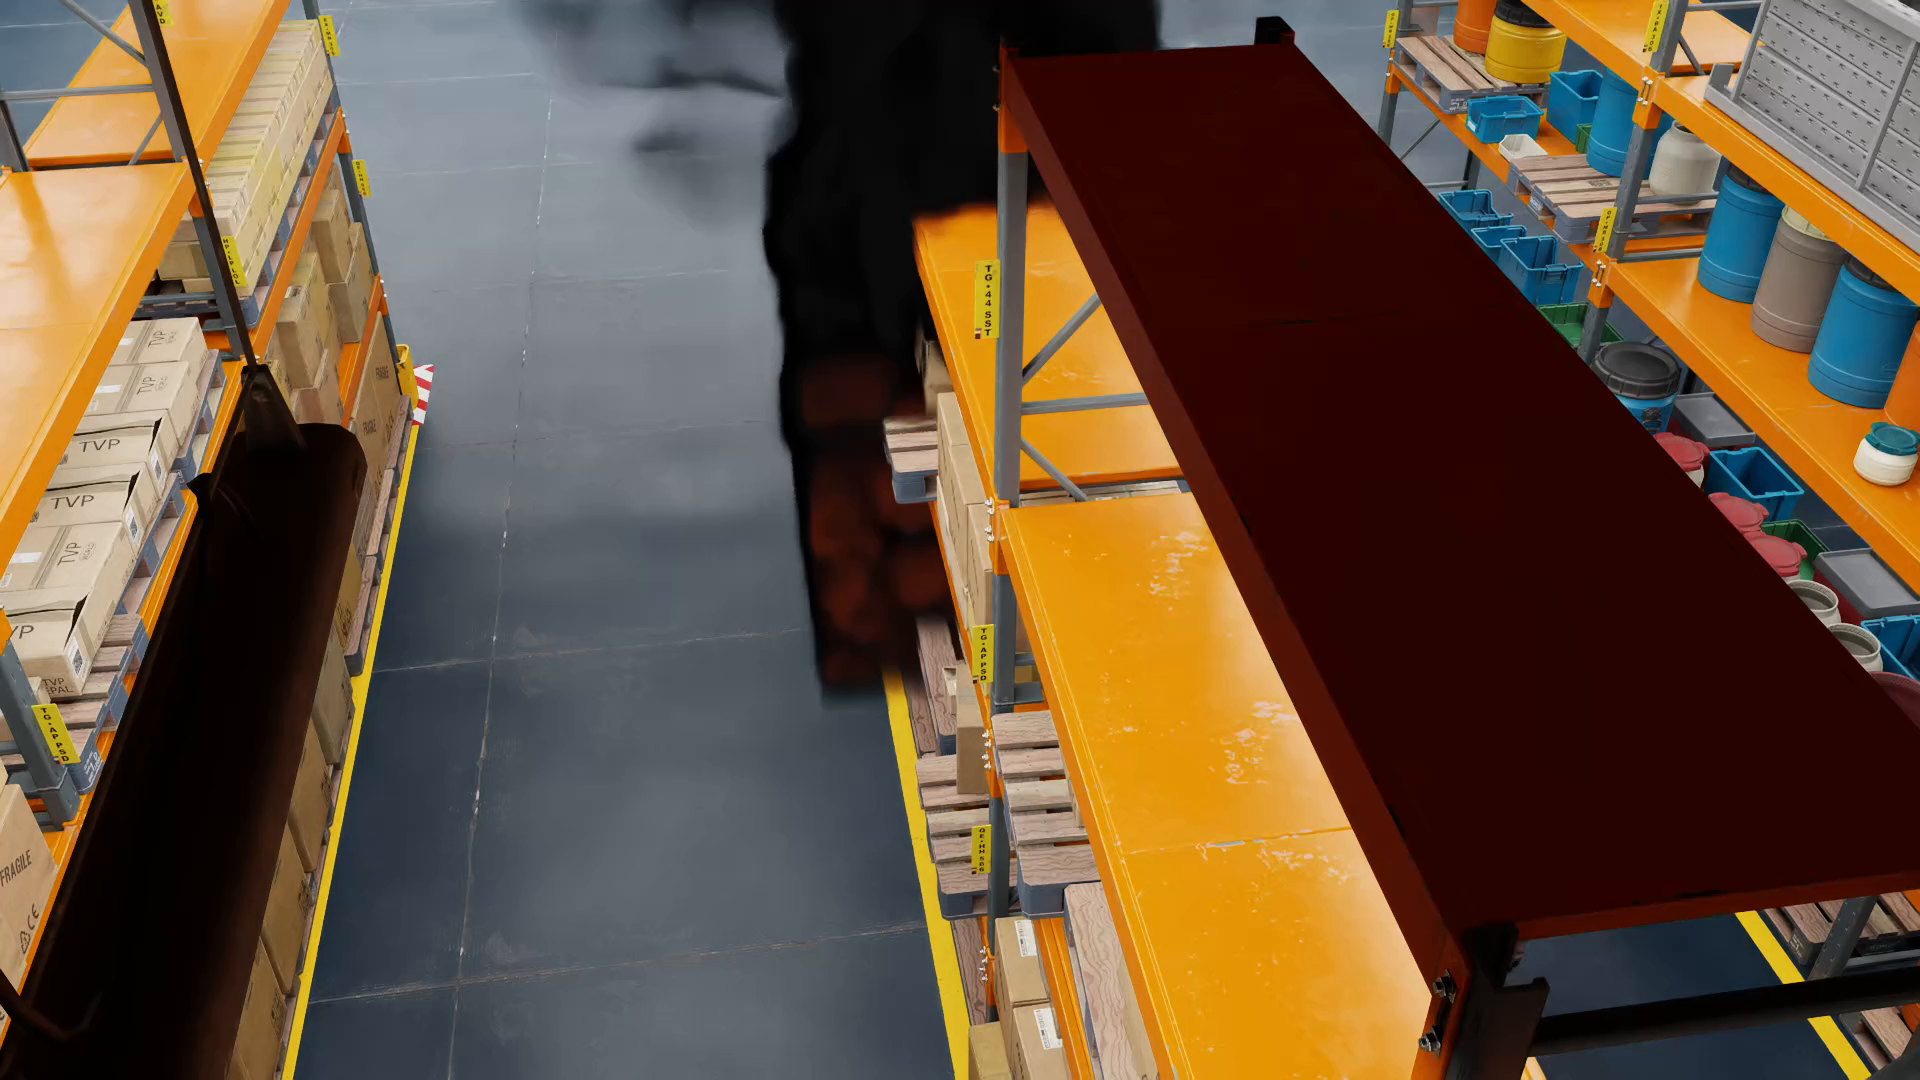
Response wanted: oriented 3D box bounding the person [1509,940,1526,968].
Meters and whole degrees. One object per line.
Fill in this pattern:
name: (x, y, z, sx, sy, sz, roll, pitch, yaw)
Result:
person: (3.124, 1.635, 9.322, 0.641, 1.826, 0.705, -11, 38, -14)
